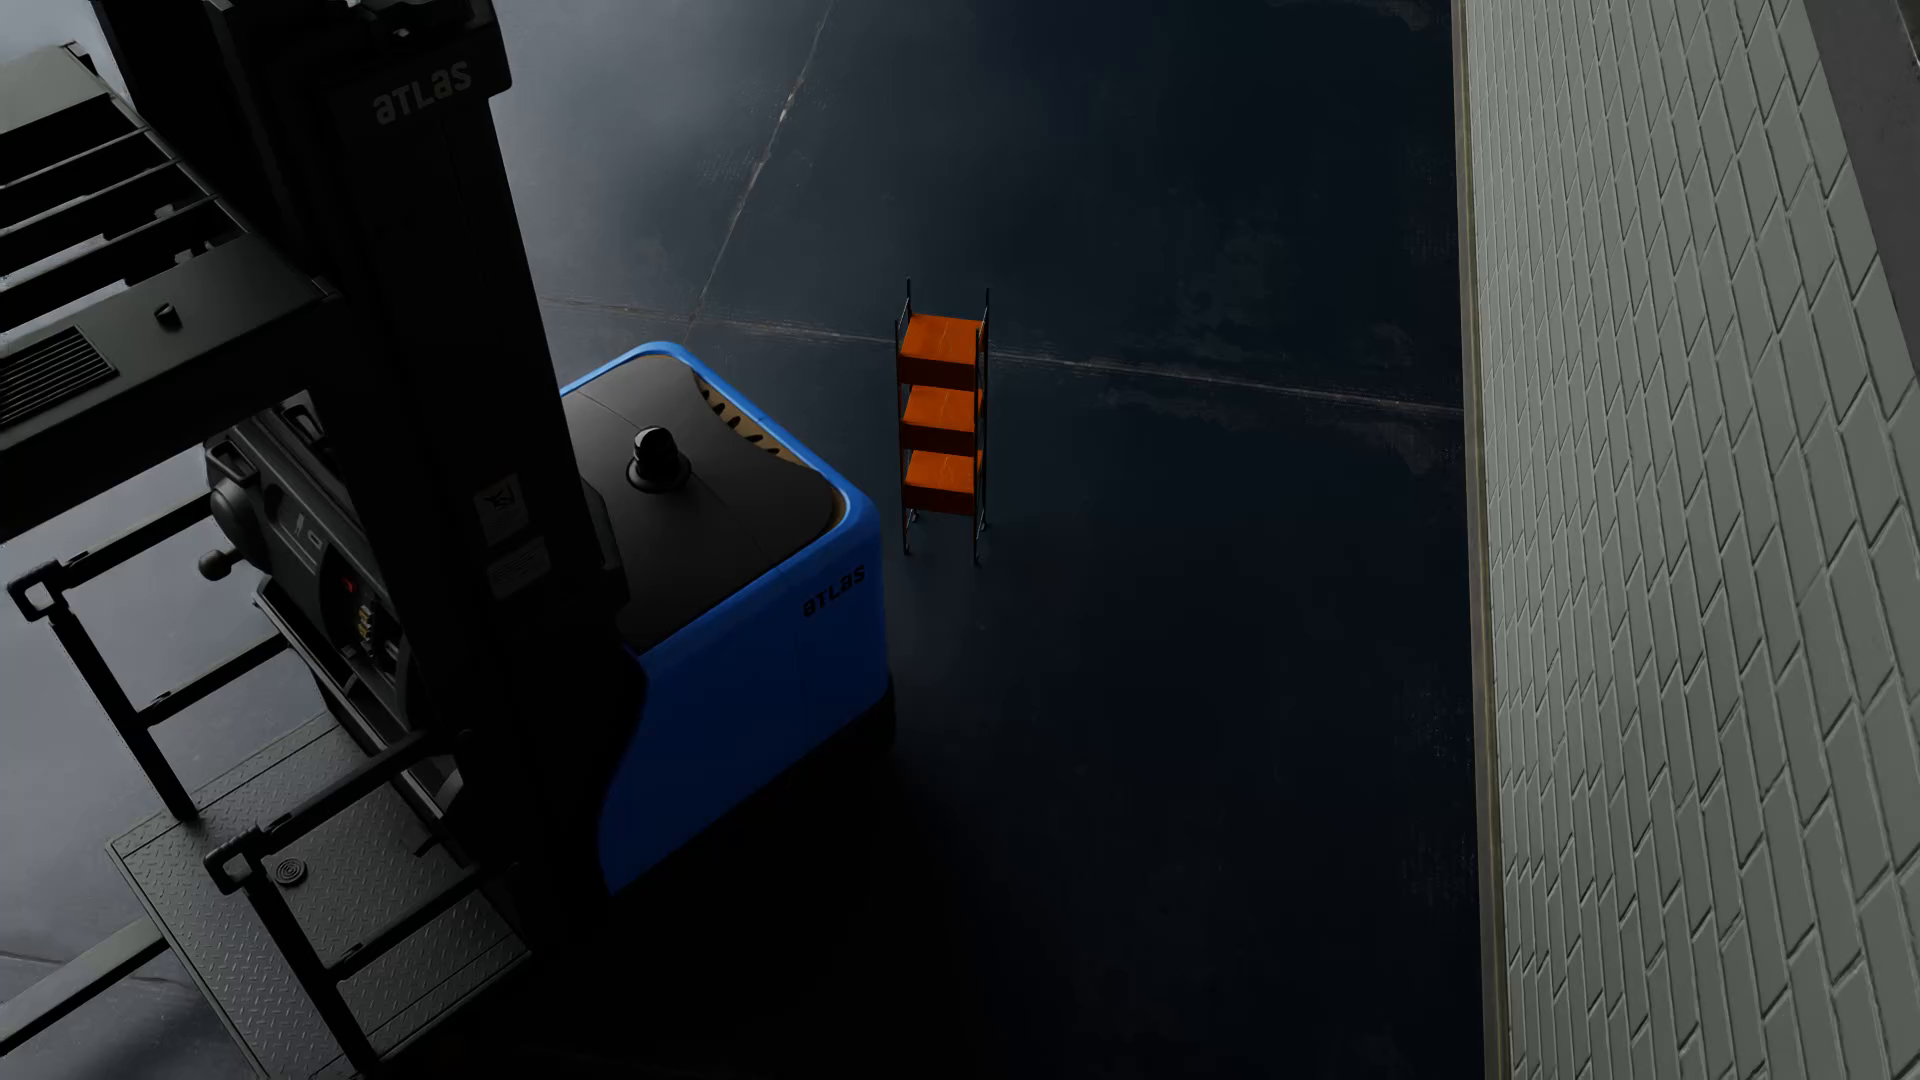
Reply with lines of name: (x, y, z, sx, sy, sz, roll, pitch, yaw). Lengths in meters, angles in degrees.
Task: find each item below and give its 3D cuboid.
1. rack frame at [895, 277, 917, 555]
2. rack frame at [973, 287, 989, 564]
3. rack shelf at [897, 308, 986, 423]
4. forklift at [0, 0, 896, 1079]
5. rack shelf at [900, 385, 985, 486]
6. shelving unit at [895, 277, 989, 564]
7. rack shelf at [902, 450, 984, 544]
rack frame: (-0.173, -0.374, 5.380, 0.008, 1.050, 0.200, 8, 49, 7)
rack frame: (0.067, -0.342, 5.351, 0.008, 1.050, 0.200, 8, 49, 7)
rack shelf: (-0.053, -0.541, 5.163, 0.240, 0.259, 0.215, 8, 49, 7)
forklift: (-1.619, 0.140, 3.654, 3.031, 2.935, 1.130, -35, 57, -27)
rack shelf: (-0.053, -0.351, 5.374, 0.240, 0.259, 0.215, 8, 49, 7)
shelving unit: (-0.053, -0.358, 5.366, 0.252, 1.050, 0.215, 8, 49, 7)
rack shelf: (-0.053, -0.165, 5.580, 0.240, 0.259, 0.215, 8, 49, 7)
